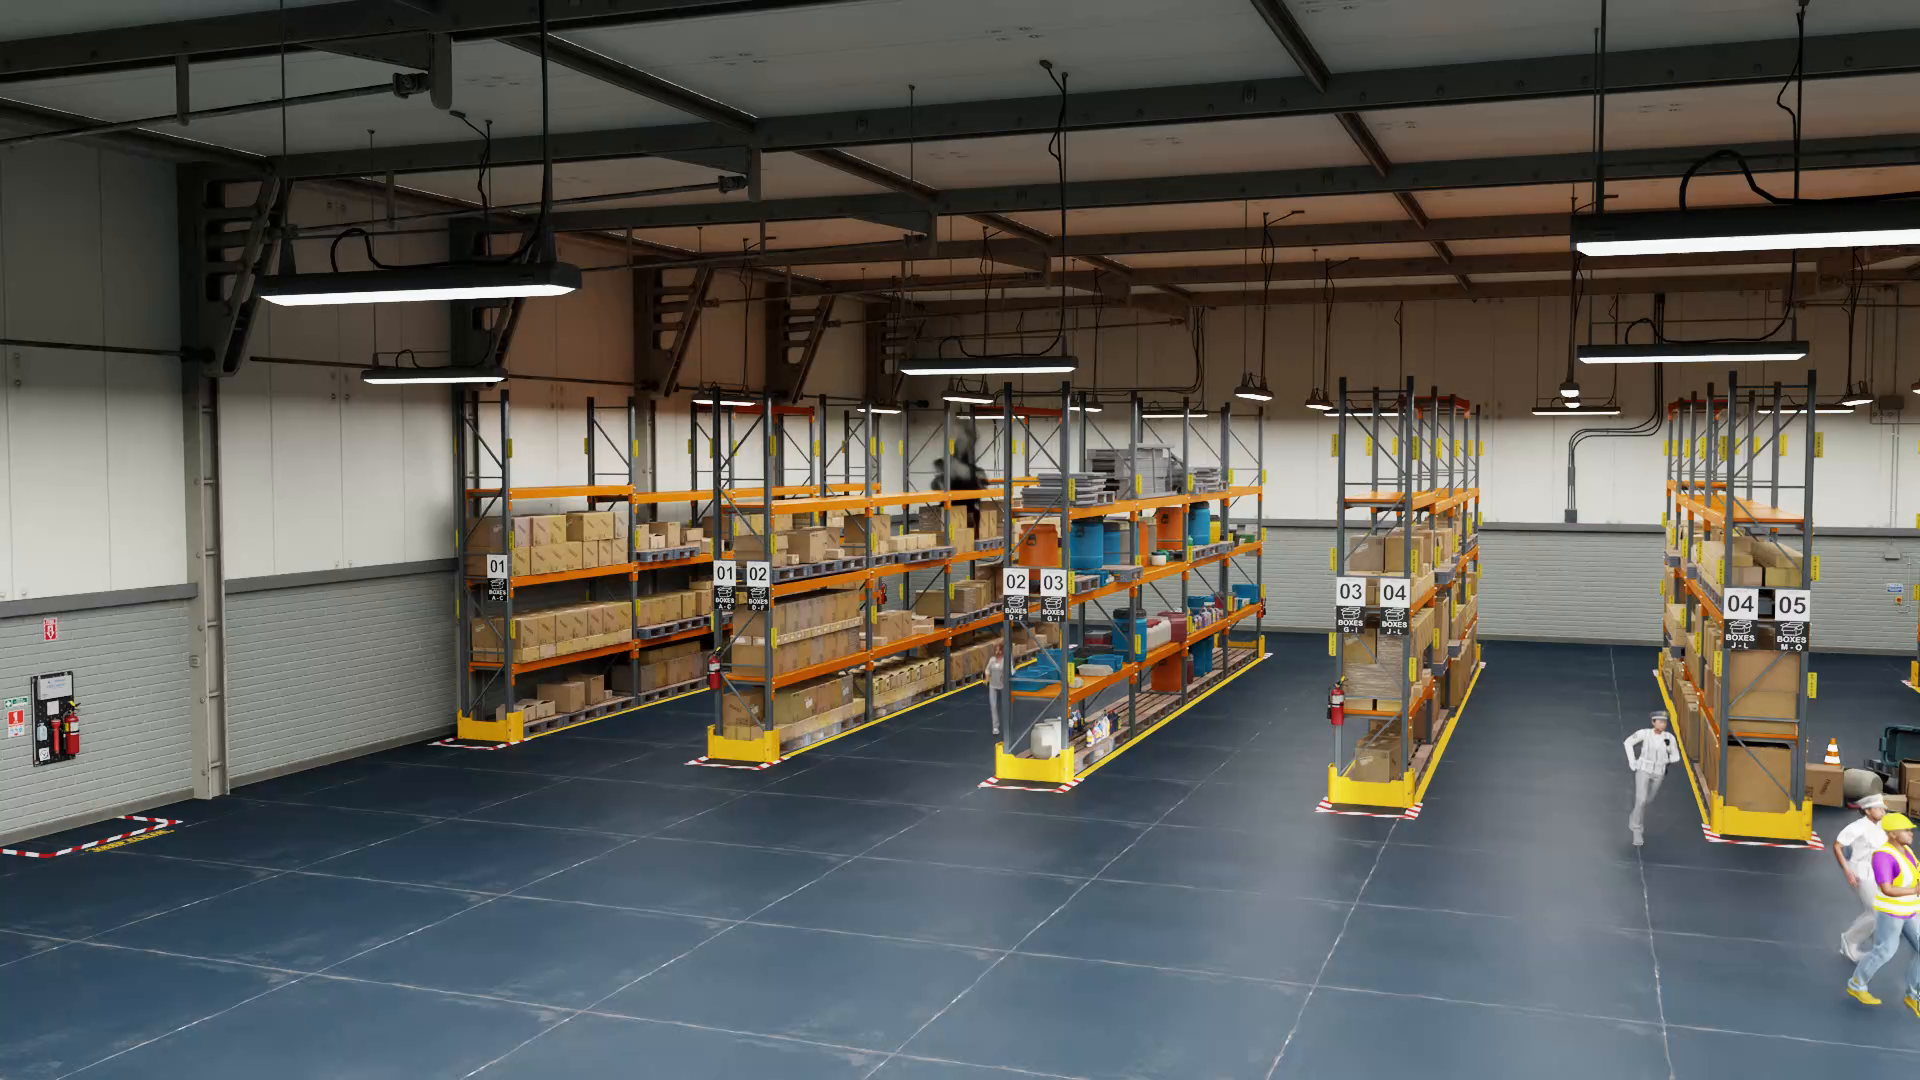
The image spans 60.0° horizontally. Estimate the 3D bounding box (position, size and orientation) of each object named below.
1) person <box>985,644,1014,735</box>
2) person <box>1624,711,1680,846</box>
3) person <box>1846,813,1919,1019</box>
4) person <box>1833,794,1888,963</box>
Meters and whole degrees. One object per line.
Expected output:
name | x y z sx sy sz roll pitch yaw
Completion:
person | 0.685 2.606 29.278 0.546 1.561 0.743 1 3 14
person | 8.869 2.999 21.300 0.640 1.676 0.905 0 3 8
person | 8.254 3.313 14.649 0.671 1.829 0.765 -2 4 -32
person | 8.846 3.275 16.112 0.583 1.664 0.595 -2 4 -33
